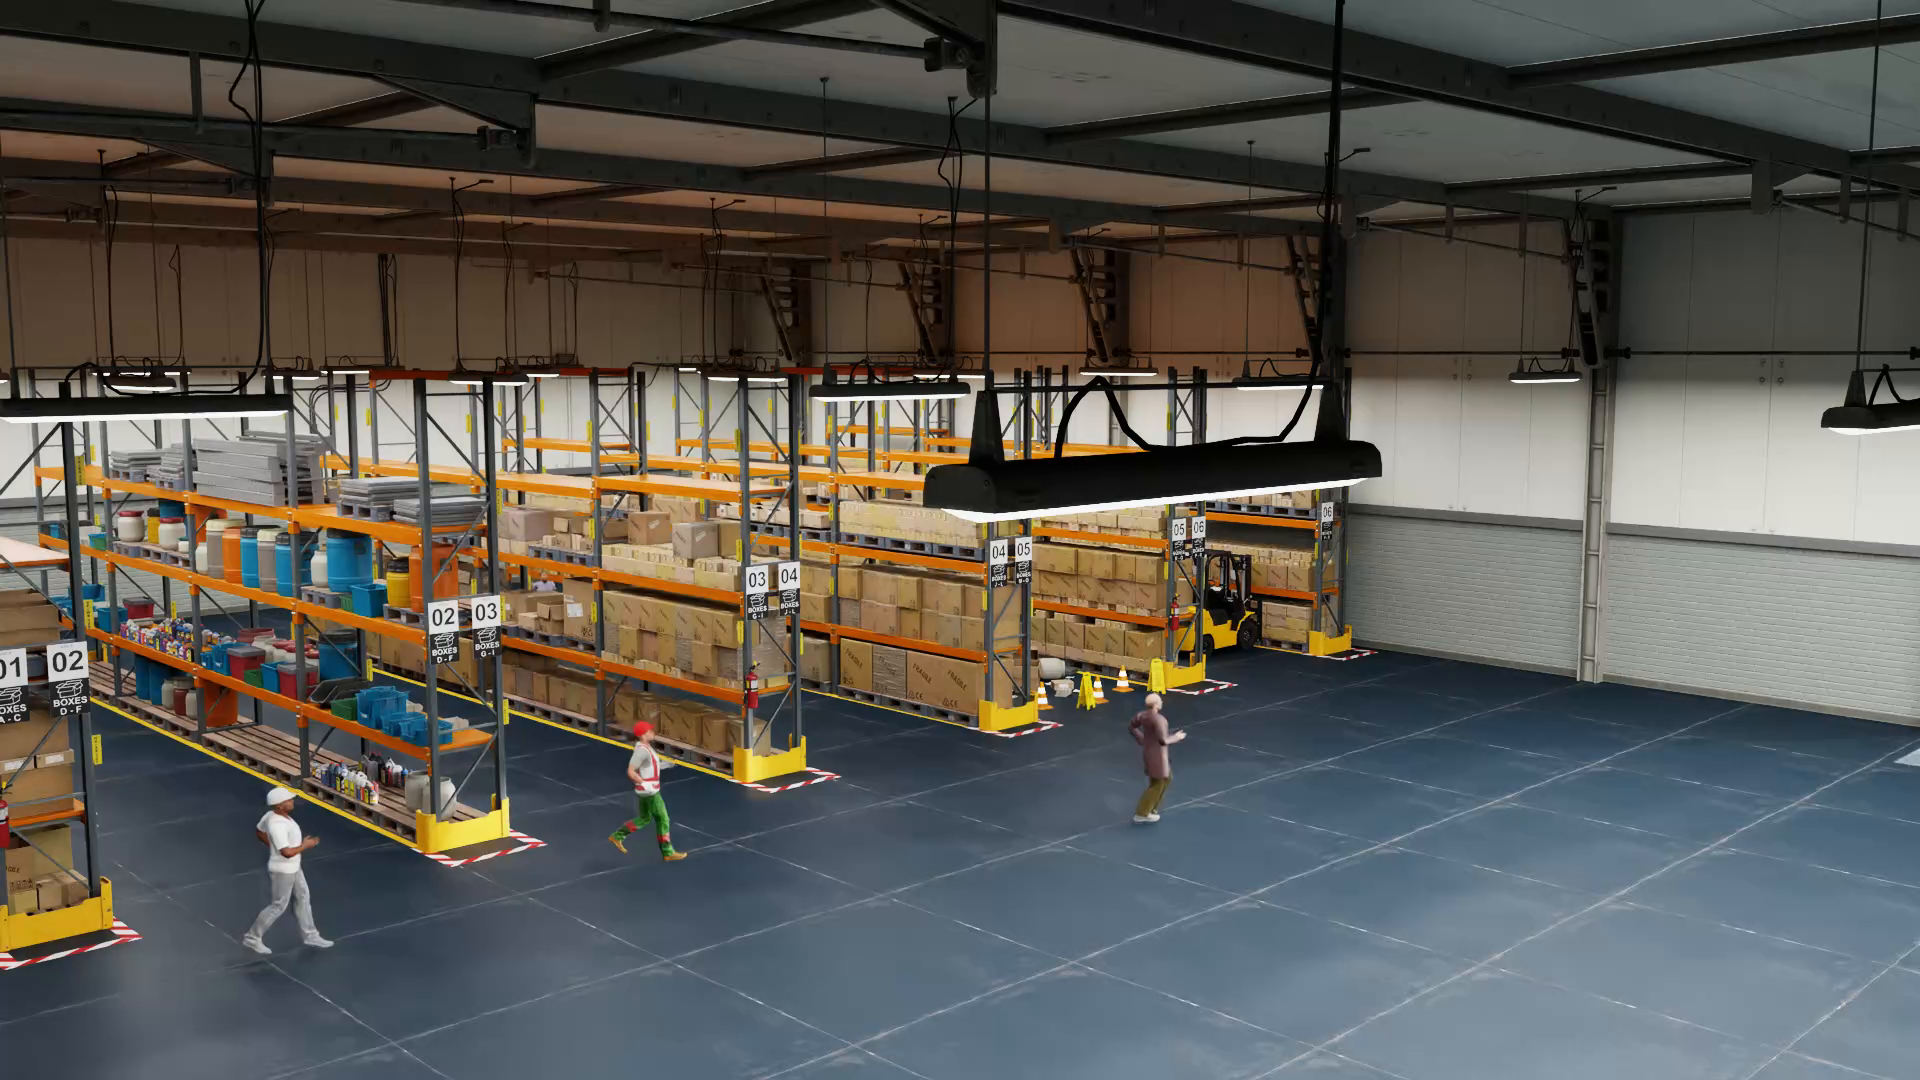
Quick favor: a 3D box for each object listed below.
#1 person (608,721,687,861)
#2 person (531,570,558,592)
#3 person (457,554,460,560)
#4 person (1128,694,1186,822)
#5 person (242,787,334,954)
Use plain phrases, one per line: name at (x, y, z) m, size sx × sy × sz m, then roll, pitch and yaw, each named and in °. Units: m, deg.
person at (-3.872, 3.114, 20.629) m, size 0.925 × 1.768 × 0.667 m, roll -1°, pitch 7°, yaw -12°
person at (-8.951, 1.516, 35.901) m, size 0.593 × 1.582 × 0.866 m, roll -5°, pitch 8°, yaw -39°
person at (-11.779, 1.129, 38.659) m, size 0.743 × 1.693 × 0.619 m, roll 0°, pitch 6°, yaw -3°
person at (2.662, 2.941, 22.368) m, size 0.724 × 1.797 × 0.688 m, roll -2°, pitch 7°, yaw -16°
person at (-7.078, 3.462, 17.439) m, size 0.887 × 1.783 × 0.685 m, roll -2°, pitch 7°, yaw -18°
